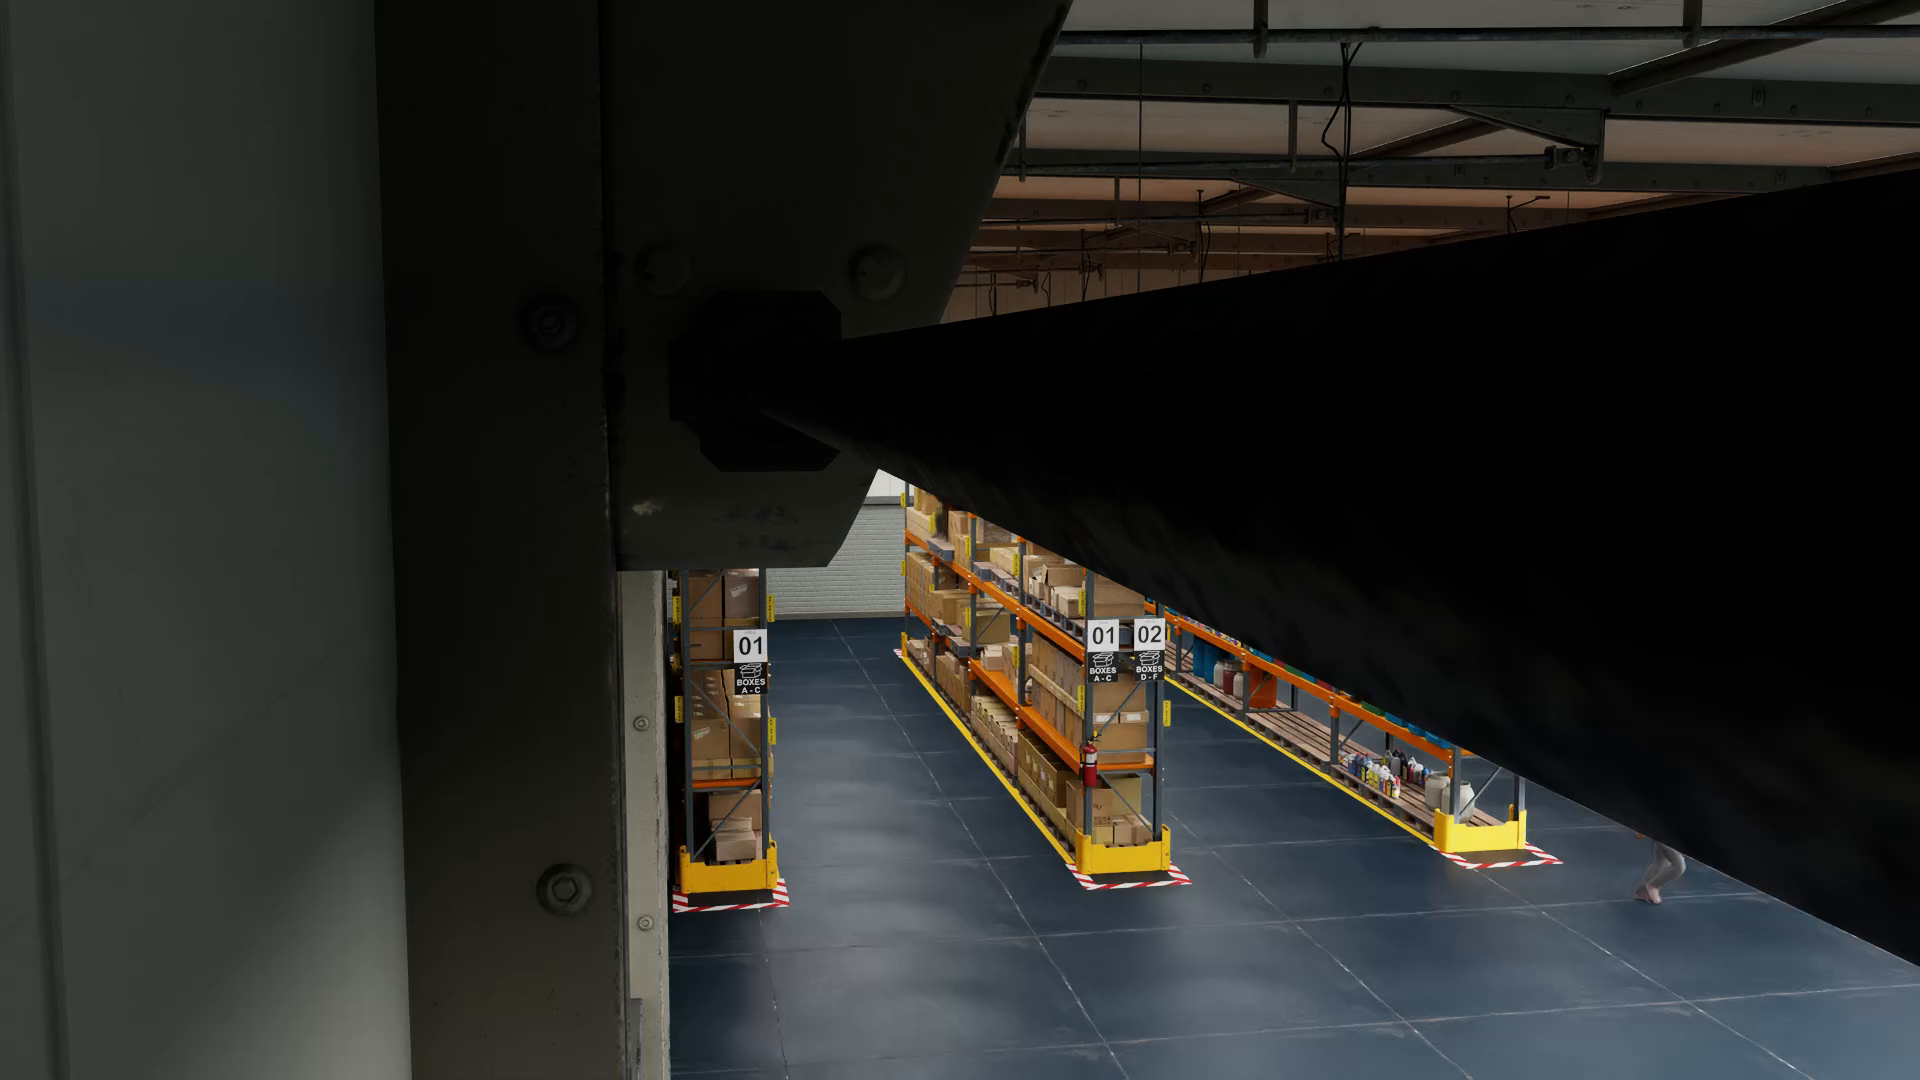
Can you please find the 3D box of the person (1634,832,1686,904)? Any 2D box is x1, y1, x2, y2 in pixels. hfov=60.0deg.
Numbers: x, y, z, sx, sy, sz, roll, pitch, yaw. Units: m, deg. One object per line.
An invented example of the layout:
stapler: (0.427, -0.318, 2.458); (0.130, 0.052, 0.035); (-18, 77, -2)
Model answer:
person: (8.369, 3.500, 19.617); (0.690, 1.596, 0.567); (5, 8, 39)
